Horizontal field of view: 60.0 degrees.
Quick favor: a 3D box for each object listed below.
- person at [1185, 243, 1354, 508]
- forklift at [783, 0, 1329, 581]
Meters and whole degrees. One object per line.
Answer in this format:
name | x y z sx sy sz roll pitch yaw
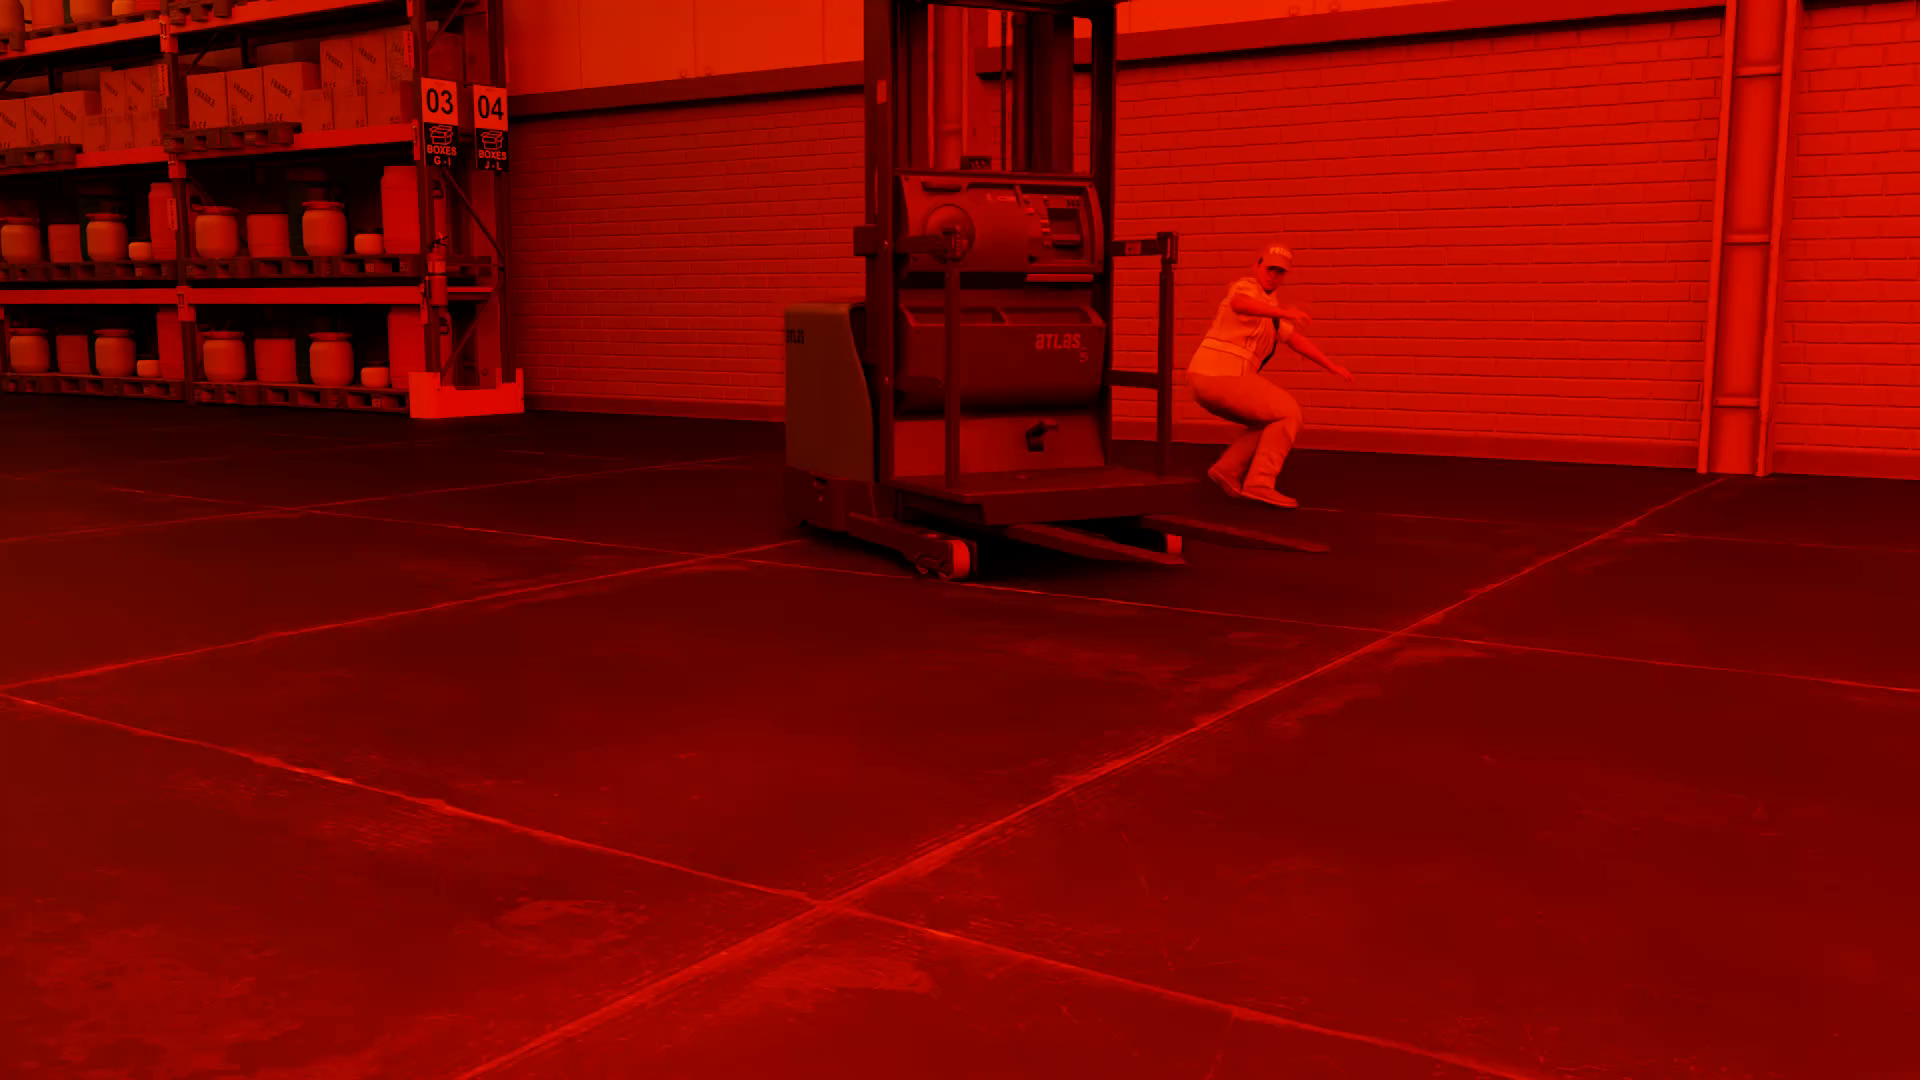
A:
person | 1.653 -0.862 8.834 0.909 1.412 0.739 1 8 9
forklift | 0.285 -1.361 6.766 1.130 2.935 3.031 -4 9 -27
